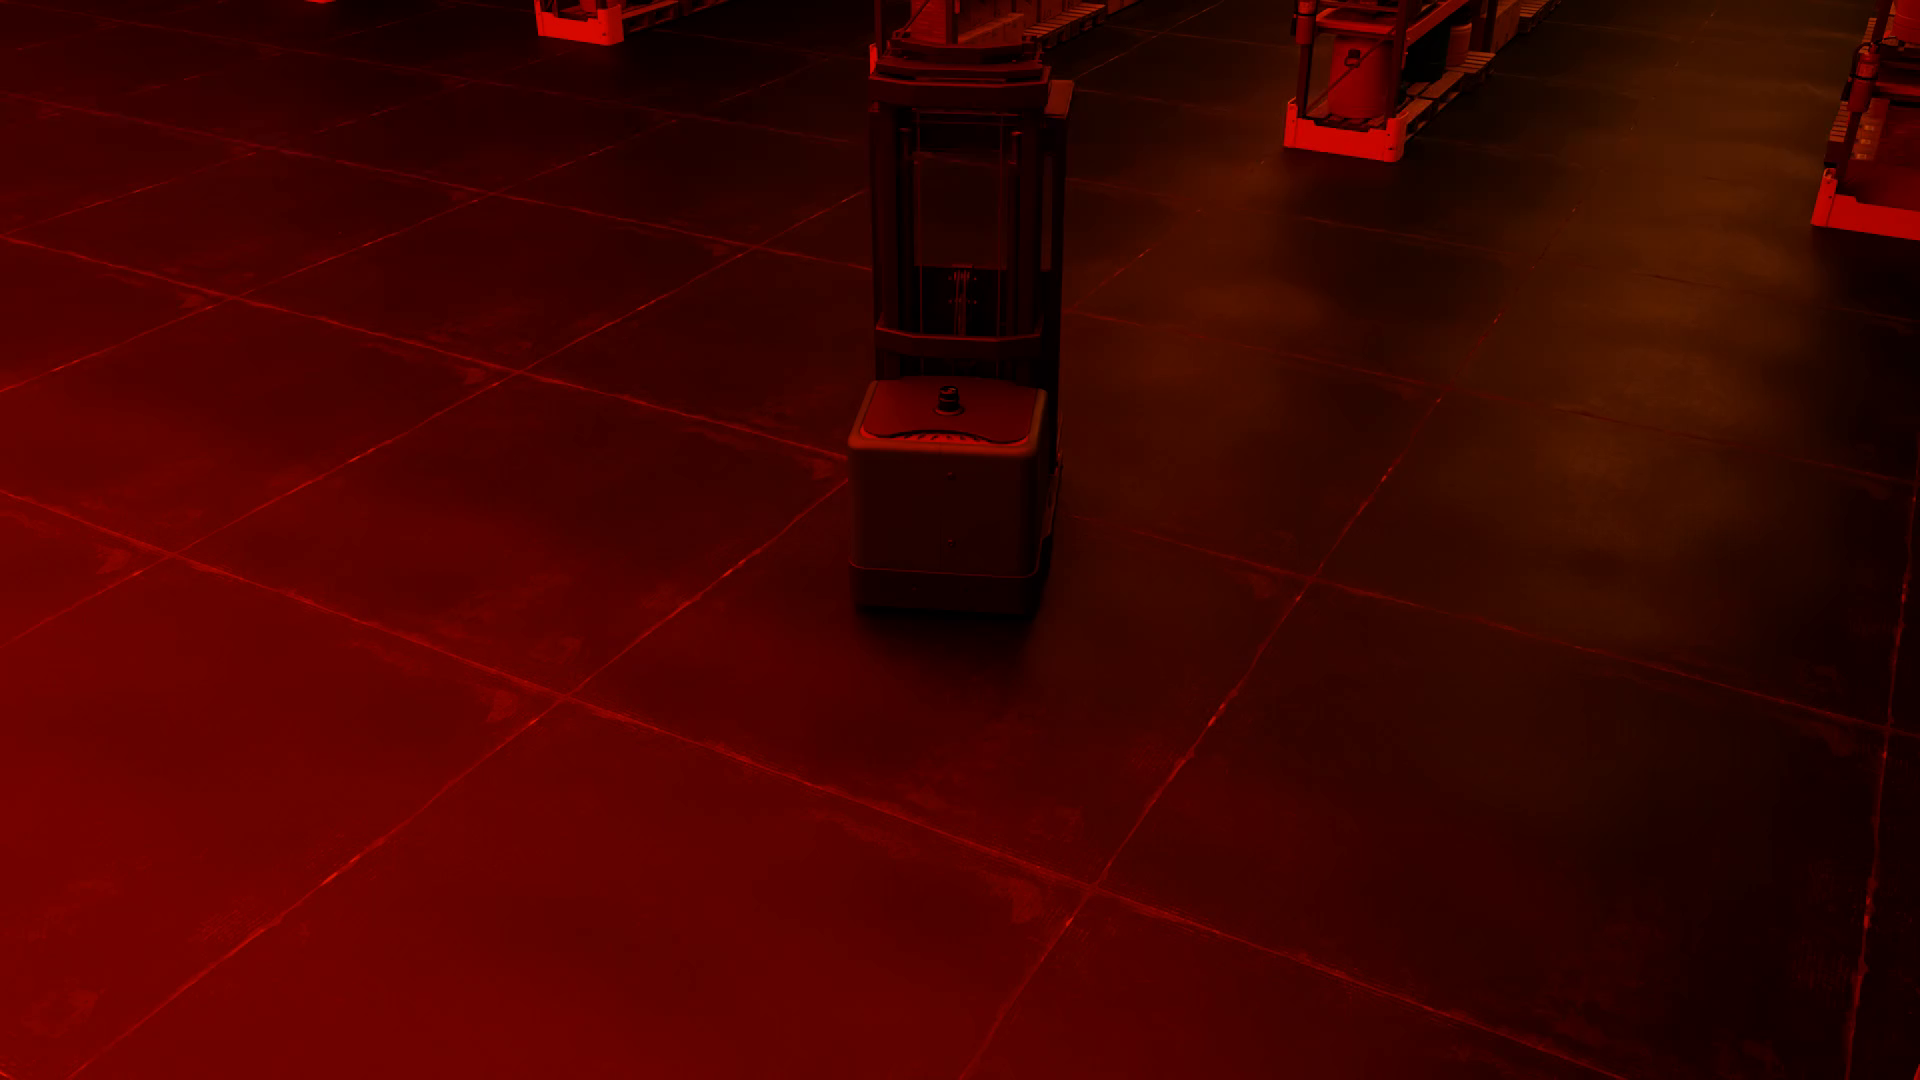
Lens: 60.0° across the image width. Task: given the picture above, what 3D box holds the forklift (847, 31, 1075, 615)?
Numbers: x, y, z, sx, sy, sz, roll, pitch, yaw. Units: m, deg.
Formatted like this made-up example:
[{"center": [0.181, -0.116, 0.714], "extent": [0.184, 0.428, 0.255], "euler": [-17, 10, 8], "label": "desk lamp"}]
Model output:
[{"center": [0.072, -1.572, 9.794], "extent": [1.130, 2.935, 3.031], "euler": [3, 30, 6], "label": "forklift"}]
